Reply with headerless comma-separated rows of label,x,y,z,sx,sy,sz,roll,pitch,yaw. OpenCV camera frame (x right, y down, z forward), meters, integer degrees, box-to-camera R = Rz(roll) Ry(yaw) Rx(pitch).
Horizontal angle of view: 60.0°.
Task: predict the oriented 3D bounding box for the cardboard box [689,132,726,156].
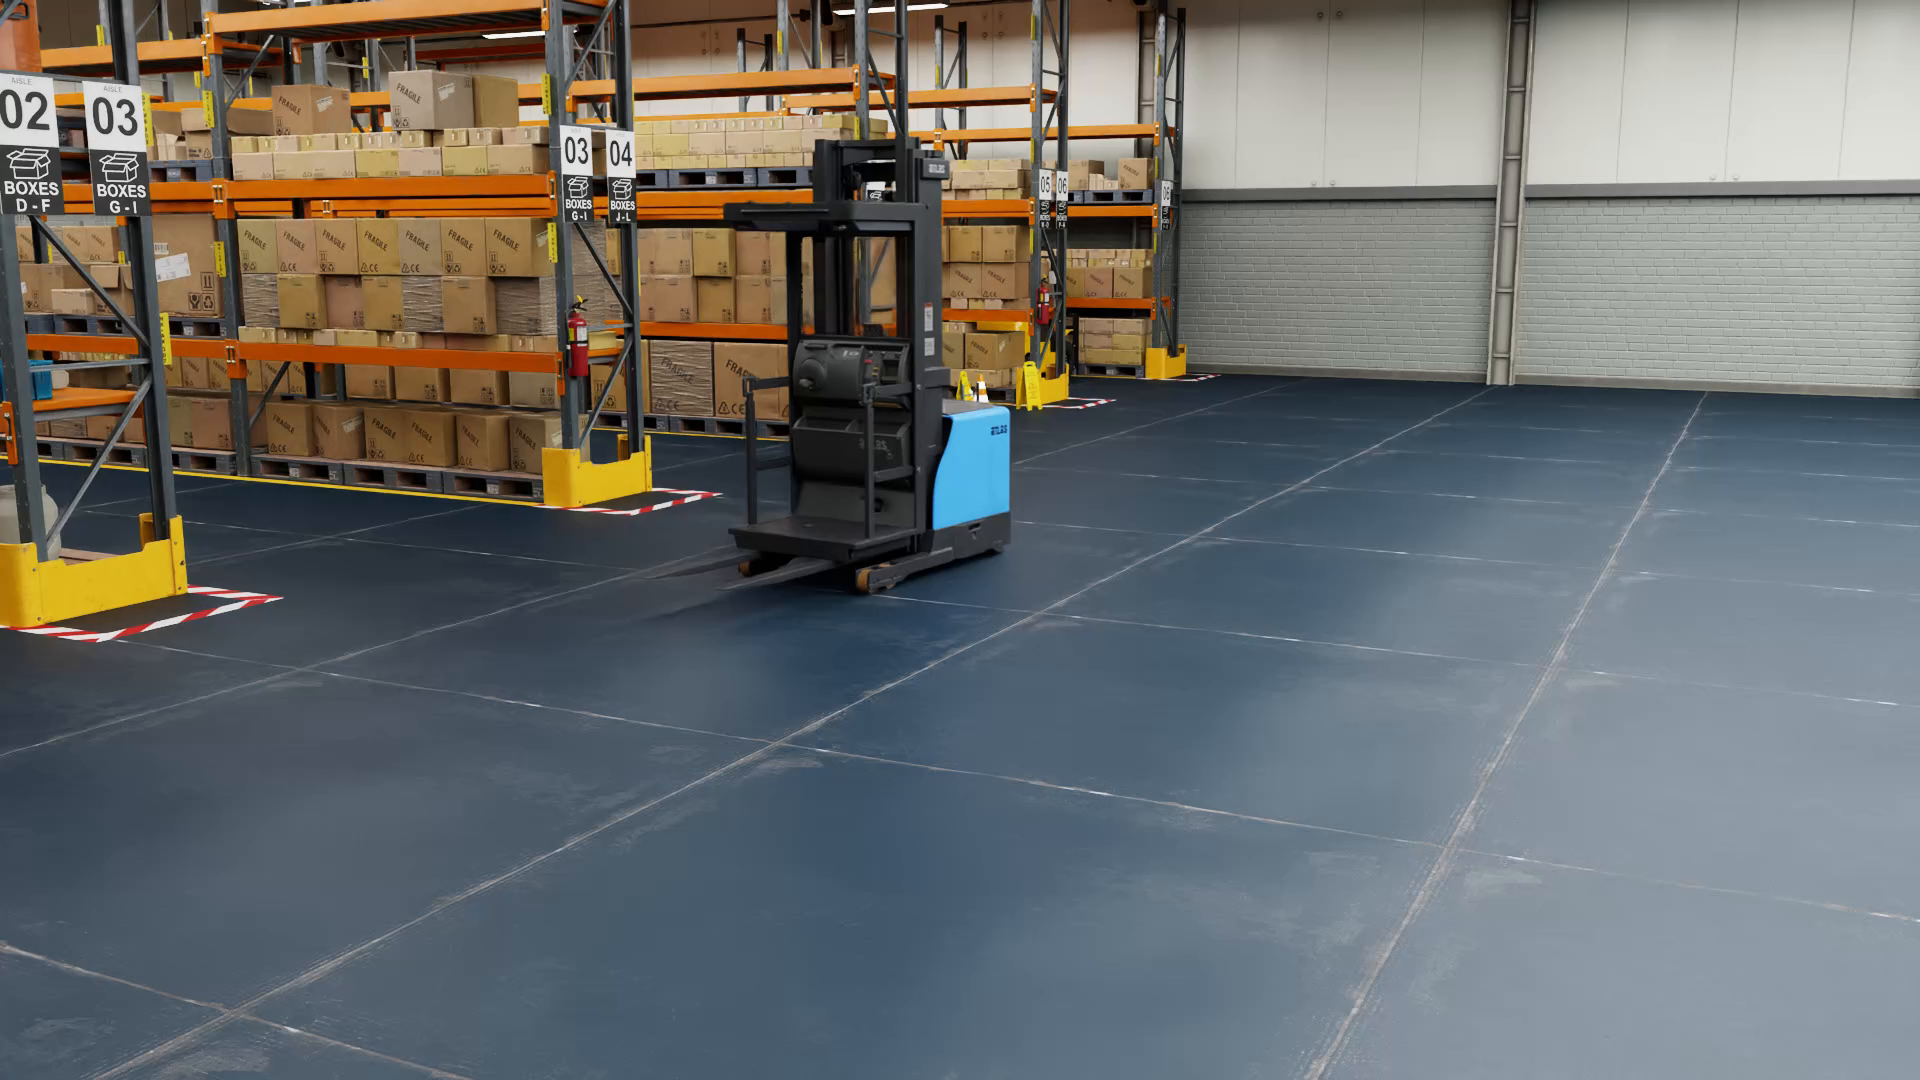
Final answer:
cardboard box,-2.773,-4.552,19.163,0.500,0.250,0.500,5,11,26

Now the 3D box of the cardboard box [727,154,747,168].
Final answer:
cardboard box,-2.448,-4.315,18.973,0.250,0.149,0.380,5,11,26

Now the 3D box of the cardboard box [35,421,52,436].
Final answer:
cardboard box,-9.711,-1.418,17.925,0.500,0.500,0.700,4,11,23

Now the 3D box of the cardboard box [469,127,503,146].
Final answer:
cardboard box,-4.008,-3.464,14.327,0.250,0.149,0.380,4,11,23

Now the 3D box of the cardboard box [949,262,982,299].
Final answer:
cardboard box,0.183,-3.668,23.457,0.500,0.500,0.500,5,11,26

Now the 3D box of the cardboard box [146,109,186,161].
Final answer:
cardboard box,-7.956,-4.026,16.661,0.637,0.503,0.797,6,12,28

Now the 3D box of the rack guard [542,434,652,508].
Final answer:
rack guard,-3.214,-0.626,14.788,0.348,0.500,1.175,5,11,26

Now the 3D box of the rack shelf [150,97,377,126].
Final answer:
rack shelf,-9.828,-5.824,22.784,4.000,0.370,1.077,5,11,26

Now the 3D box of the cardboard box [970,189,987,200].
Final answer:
cardboard box,0.334,-4.810,23.166,0.250,0.149,0.380,5,12,28

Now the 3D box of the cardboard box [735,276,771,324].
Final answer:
cardboard box,-2.163,-2.835,19.548,0.550,0.550,0.875,5,11,26

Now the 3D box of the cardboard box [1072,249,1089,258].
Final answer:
cardboard box,2.063,-4.801,27.895,0.250,0.149,0.380,5,12,27

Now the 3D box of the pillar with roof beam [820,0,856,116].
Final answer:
pillar with roof beam,-4.079,-7.162,27.037,0.548,9.000,9.100,5,11,26

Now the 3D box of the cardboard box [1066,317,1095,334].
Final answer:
cardboard box,1.964,-3.636,28.131,0.500,0.250,0.500,5,11,27

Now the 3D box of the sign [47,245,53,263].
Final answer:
sign,-10.089,-3.099,18.402,0.005,0.325,0.100,5,11,26

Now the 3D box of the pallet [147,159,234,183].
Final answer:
pallet,-7.240,-3.615,16.386,1.003,0.211,1.213,5,11,26

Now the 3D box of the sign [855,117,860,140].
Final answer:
sign,-1.113,-4.422,18.053,0.005,0.325,0.100,5,11,26

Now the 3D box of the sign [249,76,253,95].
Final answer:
sign,-12.857,-8.230,30.092,0.005,0.325,0.100,5,11,26

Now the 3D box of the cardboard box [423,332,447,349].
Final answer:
cardboard box,-4.621,-1.812,15.026,0.250,0.149,0.380,5,11,26

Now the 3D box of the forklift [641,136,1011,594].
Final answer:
forklift,-0.853,-1.188,11.063,1.130,2.935,3.031,7,12,33

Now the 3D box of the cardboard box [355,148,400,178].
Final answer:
cardboard box,-5.049,-3.370,14.924,0.500,0.250,0.500,5,11,25

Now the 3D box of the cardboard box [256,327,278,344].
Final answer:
cardboard box,-6.455,-1.955,15.817,0.250,0.149,0.380,5,11,26

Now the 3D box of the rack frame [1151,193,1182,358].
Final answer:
rack frame,3.432,-4.226,27.659,0.127,3.000,1.000,5,11,26

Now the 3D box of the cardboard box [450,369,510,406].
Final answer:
cardboard box,-5.908,-2.161,21.384,0.750,0.750,1.050,5,11,26

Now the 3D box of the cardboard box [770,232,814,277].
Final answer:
cardboard box,-1.710,-3.304,19.109,0.550,0.550,0.875,5,11,26

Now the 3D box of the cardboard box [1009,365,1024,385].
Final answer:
cardboard box,0.638,-2.395,24.080,0.500,0.250,0.500,5,11,25

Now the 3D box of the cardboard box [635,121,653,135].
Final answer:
cardboard box,-3.588,-4.808,19.455,0.250,0.149,0.380,5,11,25

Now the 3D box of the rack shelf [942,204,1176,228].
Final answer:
rack shelf,1.638,-5.506,28.327,4.000,0.370,1.077,5,11,26

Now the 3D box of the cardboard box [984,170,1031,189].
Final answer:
cardboard box,0.661,-4.979,22.982,0.500,0.250,0.500,5,11,25

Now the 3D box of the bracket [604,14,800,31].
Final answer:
bracket,-5.014,-9.800,31.504,4.783,0.066,0.076,5,11,26

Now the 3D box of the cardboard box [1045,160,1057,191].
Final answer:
cardboard box,1.545,-6.154,28.137,0.637,0.503,0.797,5,12,28

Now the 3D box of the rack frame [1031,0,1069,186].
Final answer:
rack frame,1.239,-6.385,22.743,0.127,3.000,1.000,5,11,26

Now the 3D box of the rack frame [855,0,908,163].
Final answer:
rack frame,-0.861,-5.587,18.331,0.127,3.000,1.000,5,11,26

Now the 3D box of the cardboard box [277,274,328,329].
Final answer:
cardboard box,-5.924,-2.271,15.739,0.500,0.500,0.875,5,11,26

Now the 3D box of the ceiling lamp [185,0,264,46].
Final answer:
ceiling lamp,-14.350,-11.151,32.684,0.800,3.185,2.000,5,11,26

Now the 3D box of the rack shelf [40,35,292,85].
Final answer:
rack shelf,-8.527,-4.725,16.710,4.000,0.370,1.077,5,11,26

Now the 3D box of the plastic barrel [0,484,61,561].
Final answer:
plastic barrel,-5.961,-0.082,10.565,0.421,0.512,0.421,0,10,0

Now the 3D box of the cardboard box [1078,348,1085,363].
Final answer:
cardboard box,1.984,-3.148,28.243,0.500,0.250,0.500,5,11,26

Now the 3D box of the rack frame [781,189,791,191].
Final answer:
rack frame,-2.348,-3.748,25.019,0.127,3.000,1.000,5,11,26

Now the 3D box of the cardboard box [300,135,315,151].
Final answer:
cardboard box,-5.836,-3.642,15.309,0.250,0.149,0.380,5,12,28

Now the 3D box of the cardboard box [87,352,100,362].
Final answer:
cardboard box,-12.529,-2.696,24.357,0.250,0.149,0.380,5,11,25

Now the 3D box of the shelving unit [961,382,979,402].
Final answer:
shelving unit,-0.129,-0.606,12.708,0.503,1.200,0.258,6,12,31

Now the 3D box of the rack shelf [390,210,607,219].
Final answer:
rack shelf,-7.729,-5.343,27.428,4.000,0.370,1.077,5,11,26

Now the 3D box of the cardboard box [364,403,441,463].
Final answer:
cardboard box,-5.284,-1.024,15.806,0.500,0.500,0.500,4,11,21

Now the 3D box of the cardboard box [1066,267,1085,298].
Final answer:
cardboard box,1.954,-4.355,28.089,0.500,0.500,0.500,5,11,25

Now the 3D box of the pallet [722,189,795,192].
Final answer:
pallet,-2.855,-5.198,25.131,1.003,0.211,1.213,5,11,26

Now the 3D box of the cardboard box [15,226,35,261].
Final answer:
cardboard box,-13.554,-4.382,24.598,0.500,0.500,0.500,5,11,24

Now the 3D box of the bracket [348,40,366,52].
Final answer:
bracket,-12.721,-10.477,35.246,0.430,0.232,0.235,5,11,26

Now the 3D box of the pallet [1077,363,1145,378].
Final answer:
pallet,2.728,-2.908,28.203,1.213,0.211,1.003,5,11,26

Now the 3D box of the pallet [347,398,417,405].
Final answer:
pallet,-7.361,-1.819,22.187,1.213,0.211,1.003,5,11,26

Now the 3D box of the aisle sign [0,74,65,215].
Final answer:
aisle sign,-5.404,-2.286,9.636,0.004,0.787,0.394,5,11,26

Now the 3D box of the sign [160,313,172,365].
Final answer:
sign,-5.090,-1.283,10.620,0.005,0.325,0.100,5,11,26

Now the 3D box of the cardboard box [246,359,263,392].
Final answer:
cardboard box,-9.686,-2.332,23.034,0.500,0.500,0.500,4,11,23

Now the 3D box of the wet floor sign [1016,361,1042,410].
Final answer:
wet floor sign,0.936,-2.089,22.460,0.267,0.644,0.232,-10,14,-43

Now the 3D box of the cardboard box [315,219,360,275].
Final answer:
cardboard box,-5.545,-2.699,15.294,0.500,0.500,0.500,5,11,26

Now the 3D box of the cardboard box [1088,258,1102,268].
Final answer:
cardboard box,2.332,-4.644,27.866,0.250,0.149,0.380,5,11,25

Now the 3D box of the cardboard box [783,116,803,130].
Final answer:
cardboard box,-1.766,-4.648,18.572,0.250,0.149,0.380,5,12,27

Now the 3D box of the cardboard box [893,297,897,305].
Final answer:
cardboard box,-0.826,-3.431,23.971,0.250,0.149,0.380,5,11,26
